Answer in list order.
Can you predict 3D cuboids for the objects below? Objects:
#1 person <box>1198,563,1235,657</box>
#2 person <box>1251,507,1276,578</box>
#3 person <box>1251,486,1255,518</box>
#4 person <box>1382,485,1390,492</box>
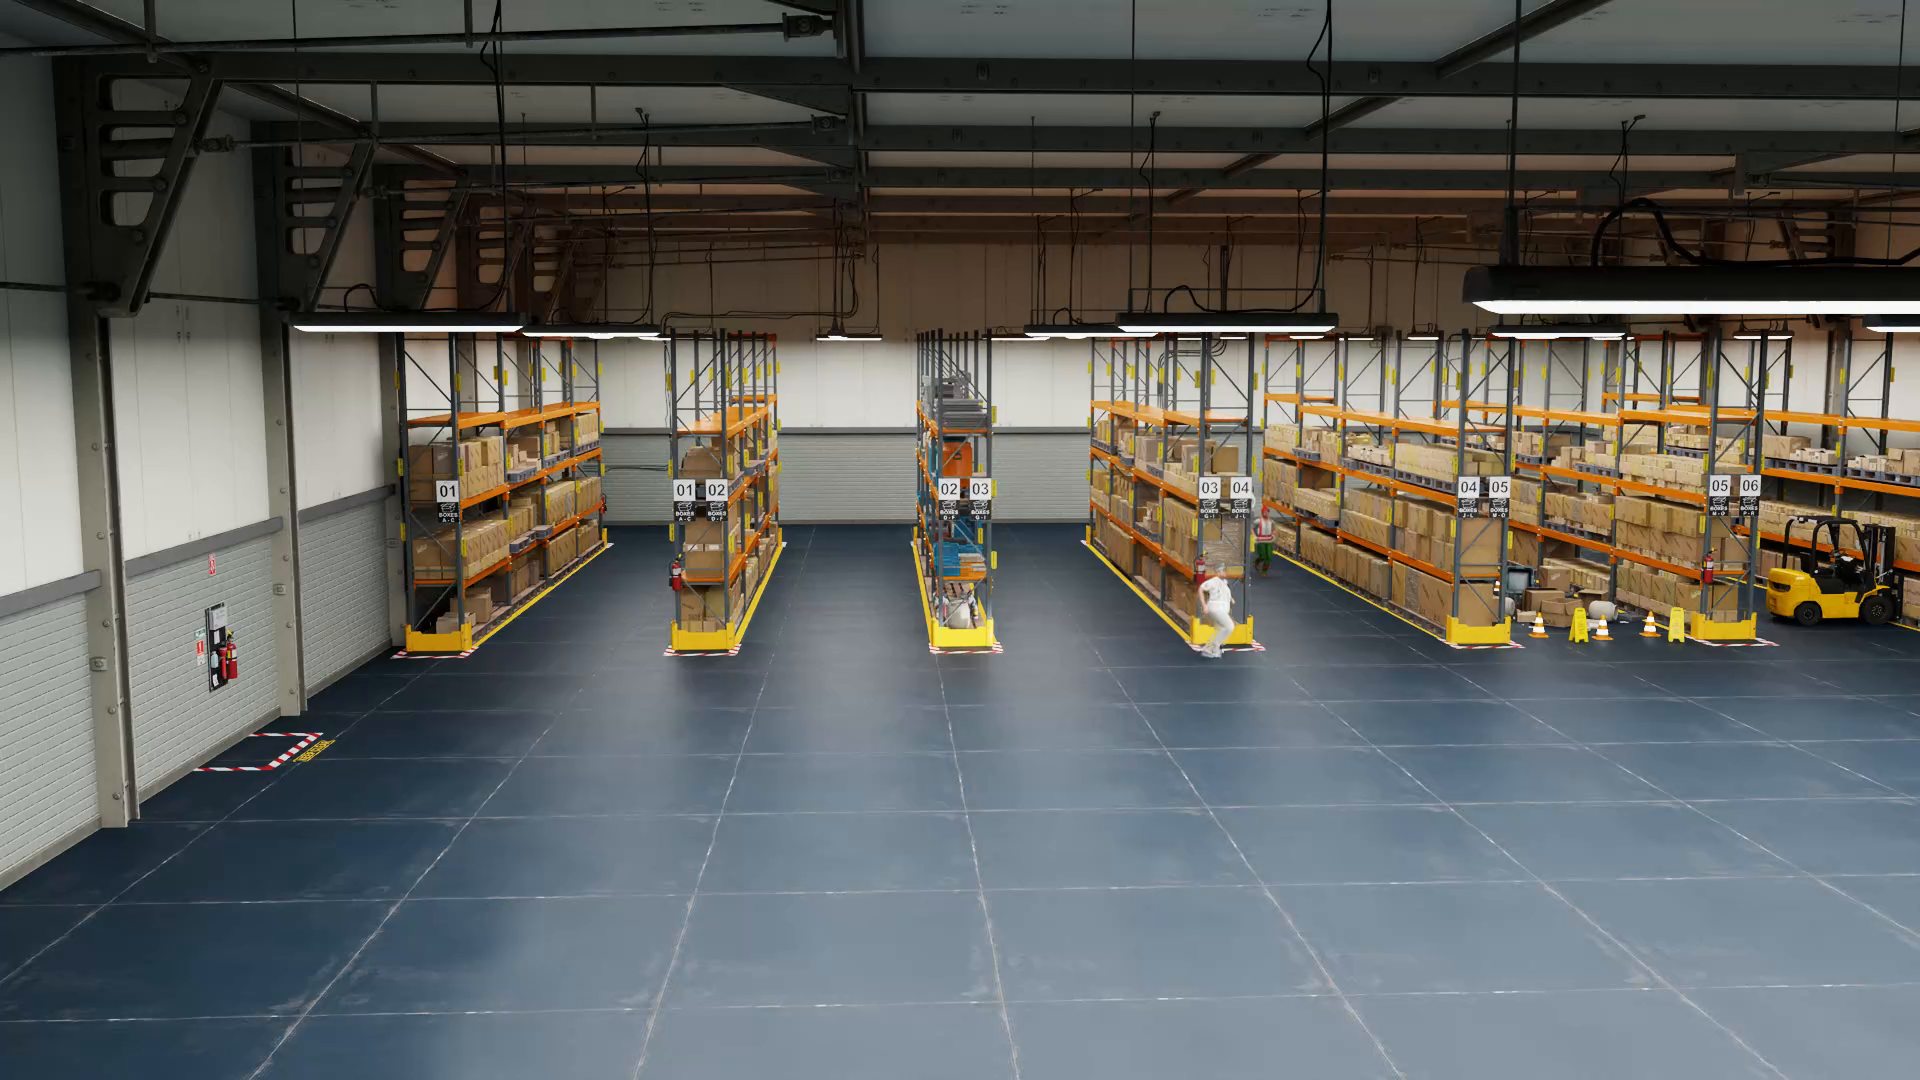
[{"bbox_3d":[4.760,1.280,30.376,0.658,1.716,0.694,4,8,32],"label":"person"},{"bbox_3d":[7.478,0.051,40.856,0.657,1.738,0.606,-1,7,-11],"label":"person"},{"bbox_3d":[8.518,-0.862,49.161,0.521,1.589,0.694,-2,7,-14],"label":"person"},{"bbox_3d":[12.918,-0.856,49.365,0.963,1.644,0.611,-1,7,-9],"label":"person"}]
